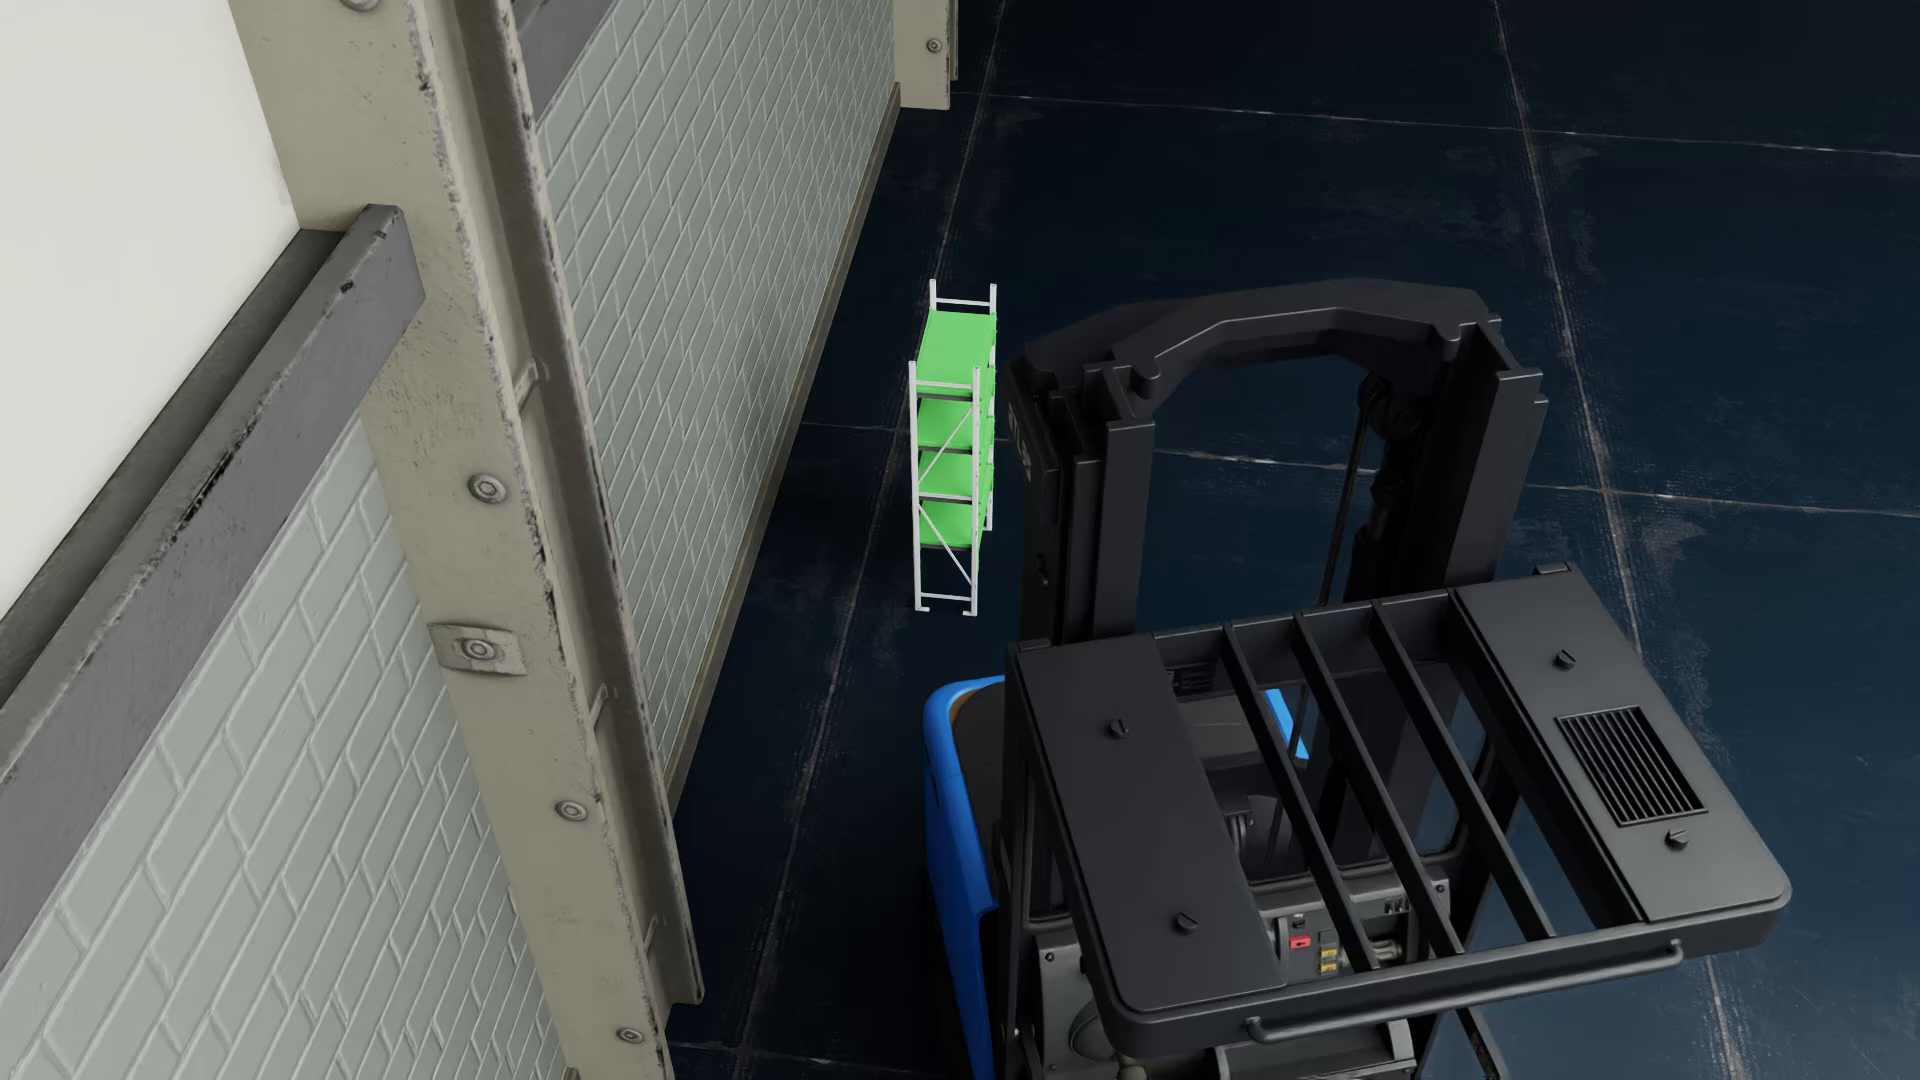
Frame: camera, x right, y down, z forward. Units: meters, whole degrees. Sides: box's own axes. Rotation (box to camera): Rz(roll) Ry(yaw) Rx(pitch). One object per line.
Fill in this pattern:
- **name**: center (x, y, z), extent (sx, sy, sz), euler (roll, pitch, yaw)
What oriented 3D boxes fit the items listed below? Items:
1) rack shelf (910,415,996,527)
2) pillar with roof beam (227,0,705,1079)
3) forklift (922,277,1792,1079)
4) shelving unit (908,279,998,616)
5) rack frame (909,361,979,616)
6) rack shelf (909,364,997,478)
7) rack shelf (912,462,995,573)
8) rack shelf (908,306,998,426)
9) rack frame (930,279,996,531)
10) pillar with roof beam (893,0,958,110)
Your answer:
- **rack shelf**: center (-0.022, -0.276, 6.262), extent (0.258, 0.148, 0.480), euler (5, 44, 6)
- **pillar with roof beam**: center (3.284, -1.338, 1.618), extent (9.100, 9.000, 0.400), euler (5, 44, 6)
- **forklift**: center (0.671, 1.061, 3.497), extent (1.130, 2.935, 3.031), euler (-8, 44, -8)
- **shelving unit**: center (-0.022, -0.323, 6.218), extent (0.258, 1.200, 0.503), euler (5, 44, 6)
- **rack frame**: center (-0.054, -0.157, 6.043), extent (0.240, 1.200, 0.015), euler (5, 44, 6)
- **rack shelf**: center (-0.022, -0.451, 6.097), extent (0.258, 0.148, 0.480), euler (5, 44, 6)
- **rack shelf**: center (-0.022, -0.102, 6.427), extent (0.258, 0.148, 0.480), euler (5, 44, 6)
- **rack shelf**: center (-0.022, -0.625, 5.932), extent (0.258, 0.148, 0.480), euler (5, 44, 6)
- **rack frame**: center (0.010, -0.489, 6.394), extent (0.240, 1.200, 0.015), euler (5, 44, 6)
- **pillar with roof beam**: center (4.077, -5.427, 5.937), extent (9.100, 9.000, 0.400), euler (5, 44, 6)
